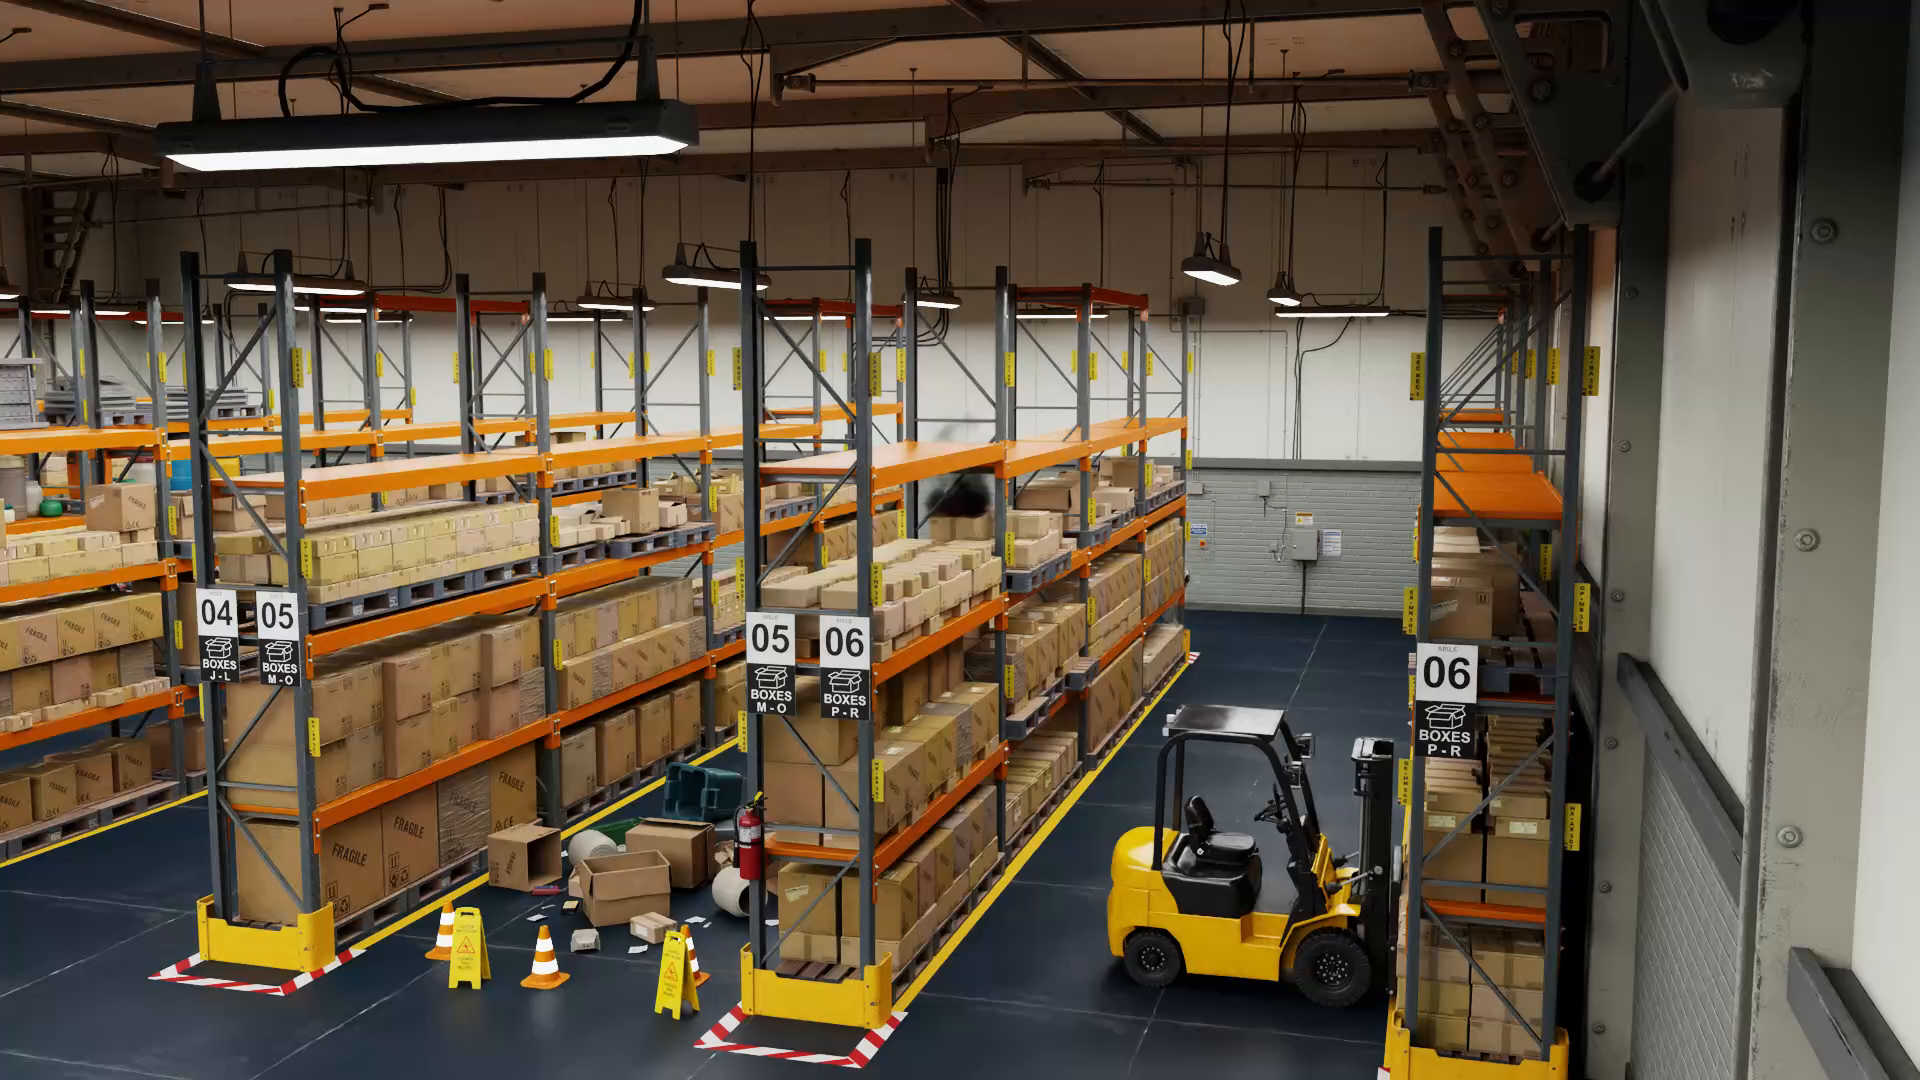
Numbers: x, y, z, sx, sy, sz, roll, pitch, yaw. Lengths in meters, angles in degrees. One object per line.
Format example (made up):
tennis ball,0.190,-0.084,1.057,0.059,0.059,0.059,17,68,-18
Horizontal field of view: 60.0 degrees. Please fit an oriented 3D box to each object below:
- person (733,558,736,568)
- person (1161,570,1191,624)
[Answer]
person,-3.710,1.183,28.141,0.668,1.795,0.748,2,7,16
person,3.710,1.026,29.404,0.610,1.708,0.778,6,9,43
